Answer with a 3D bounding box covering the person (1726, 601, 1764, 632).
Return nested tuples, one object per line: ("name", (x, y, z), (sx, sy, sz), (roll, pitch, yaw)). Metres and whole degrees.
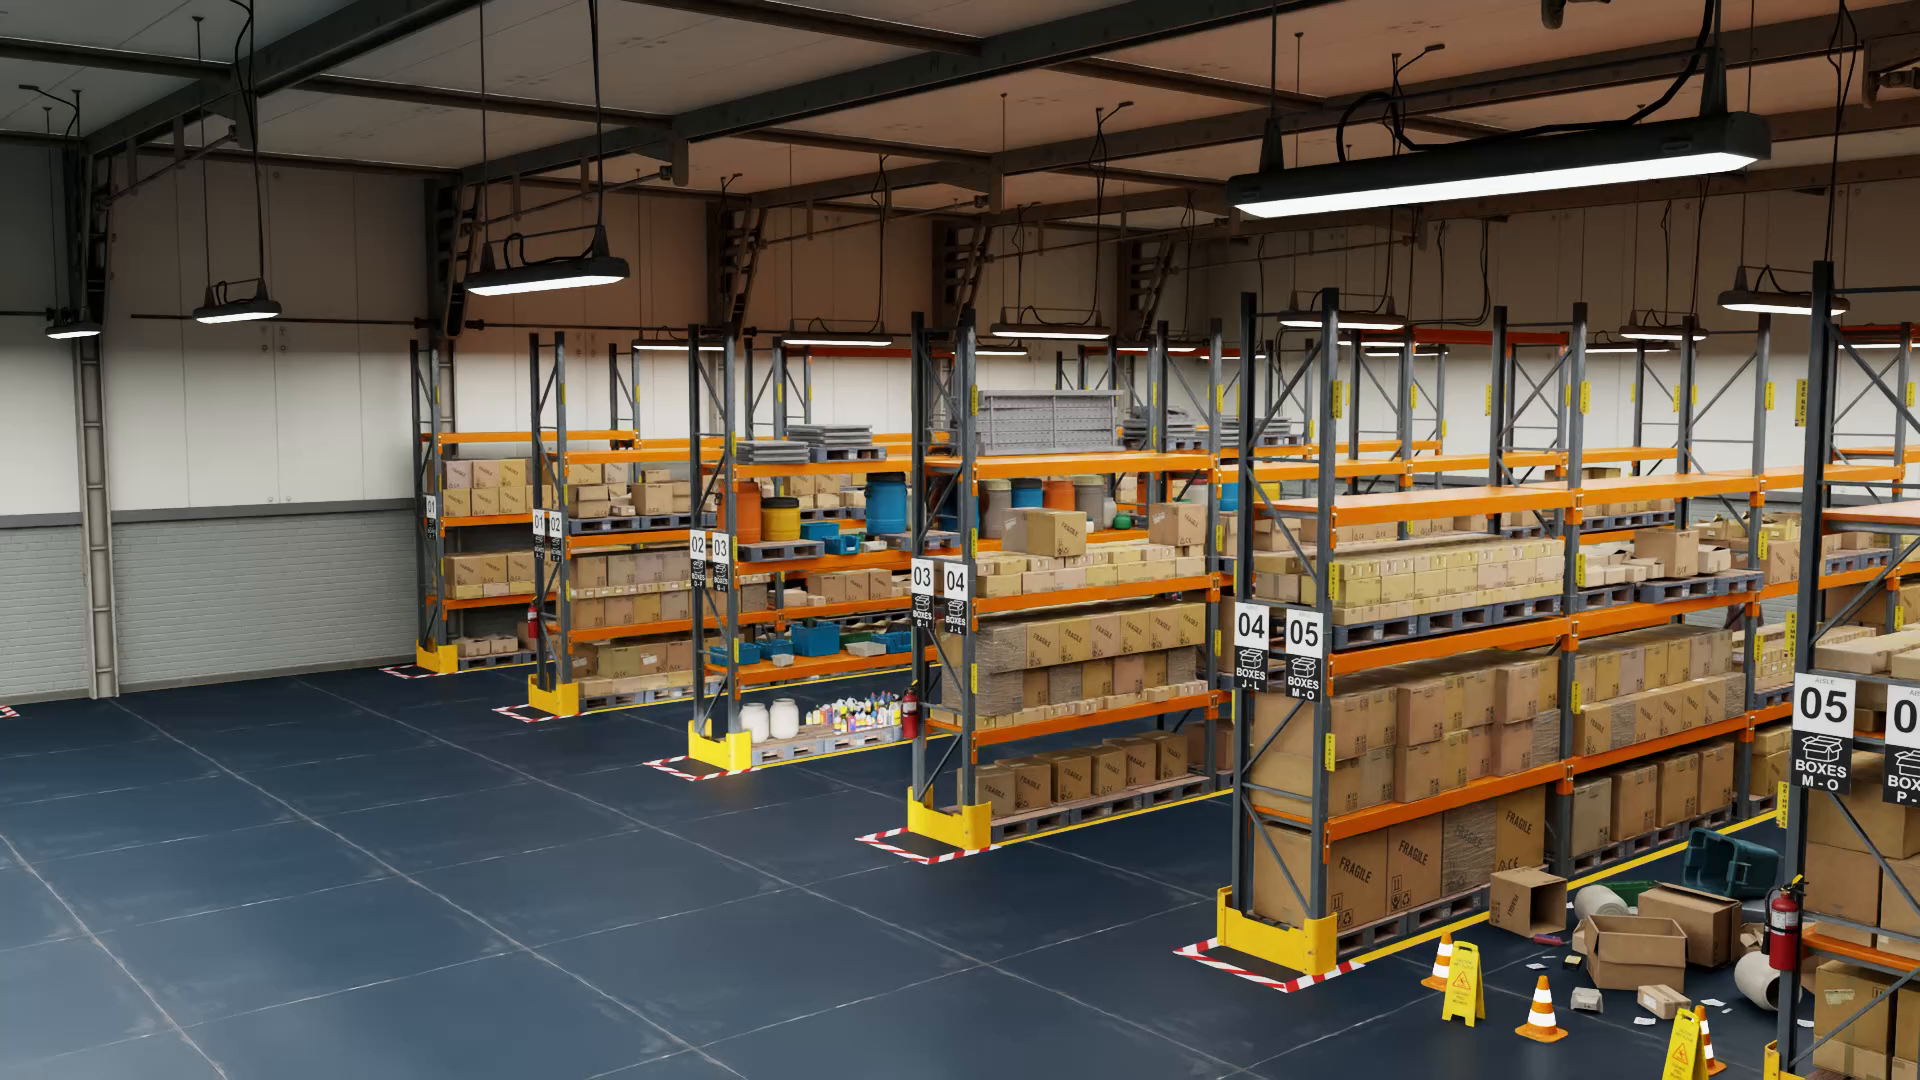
("person", (13.616, 1.609, 28.884), (0.576, 1.749, 0.798), (1, 5, 8))
